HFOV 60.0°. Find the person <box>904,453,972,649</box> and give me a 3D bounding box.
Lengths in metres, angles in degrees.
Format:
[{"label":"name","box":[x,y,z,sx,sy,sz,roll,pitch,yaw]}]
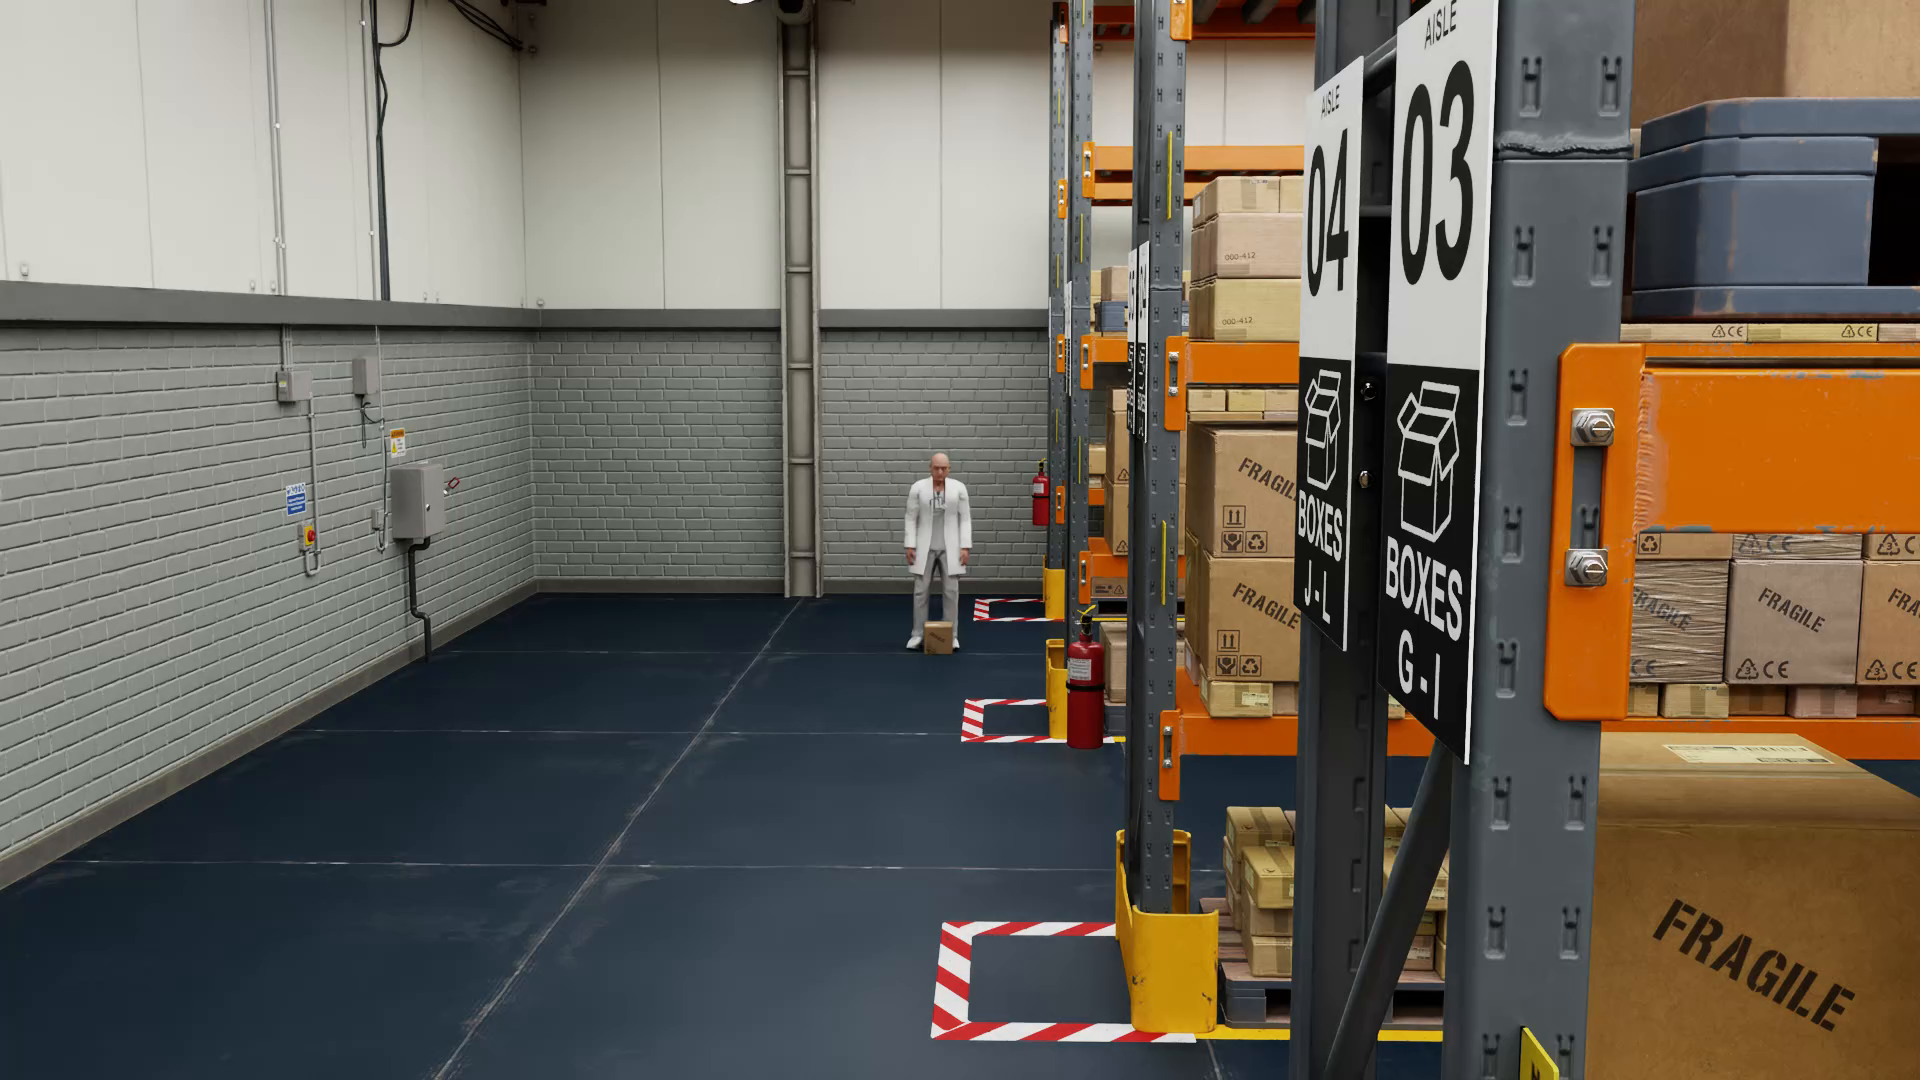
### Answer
[{"label":"person","box":[-0.200,0.094,15.068,0.622,1.774,0.426,0,7,-1]}]
